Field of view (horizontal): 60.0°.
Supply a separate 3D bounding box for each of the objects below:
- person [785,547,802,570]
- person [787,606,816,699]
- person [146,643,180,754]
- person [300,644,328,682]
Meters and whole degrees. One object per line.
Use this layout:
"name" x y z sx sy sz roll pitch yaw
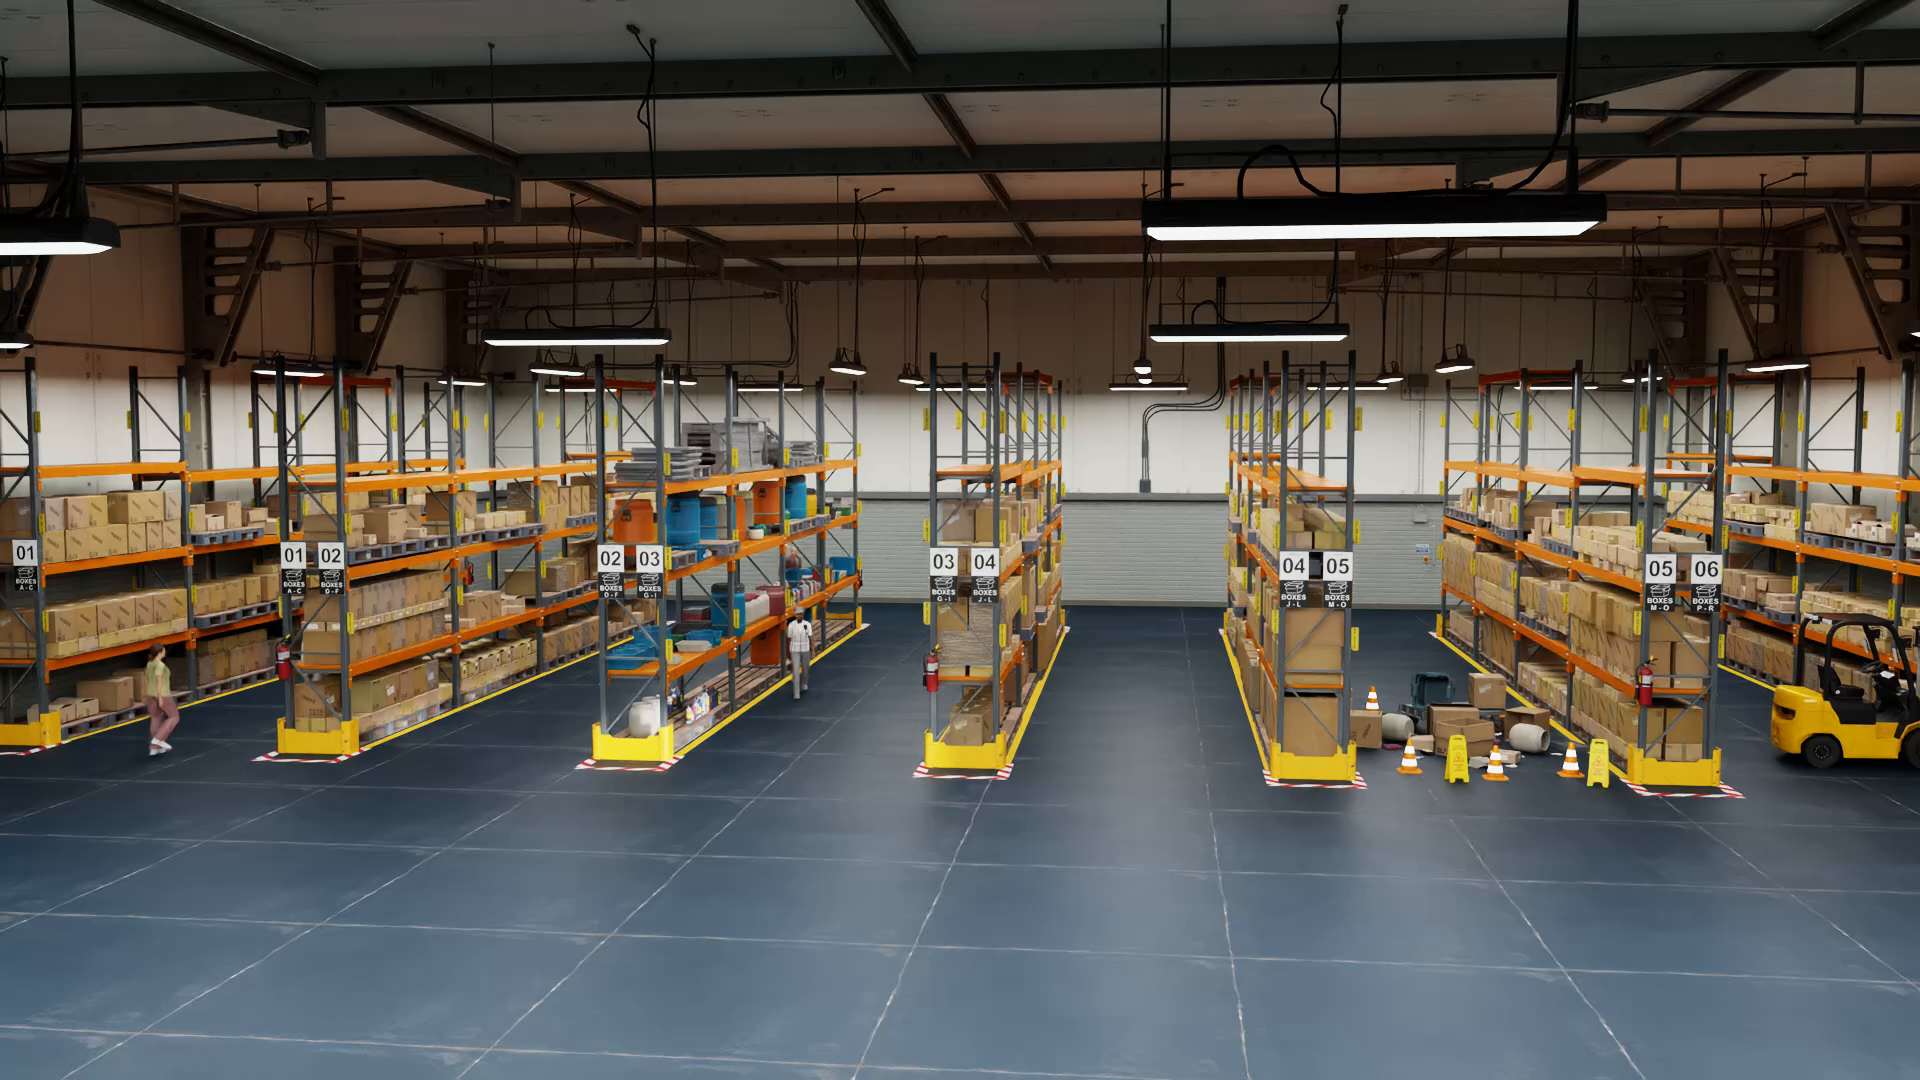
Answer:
"person" -4.431 1.080 44.086 1.206 1.617 0.562 2 4 25
"person" -2.894 2.016 30.285 0.508 1.640 0.997 -1 4 -9
"person" -12.112 2.390 25.095 0.514 1.660 0.471 1 4 17
"person" -10.967 2.238 28.189 0.404 1.520 0.964 0 4 -2
